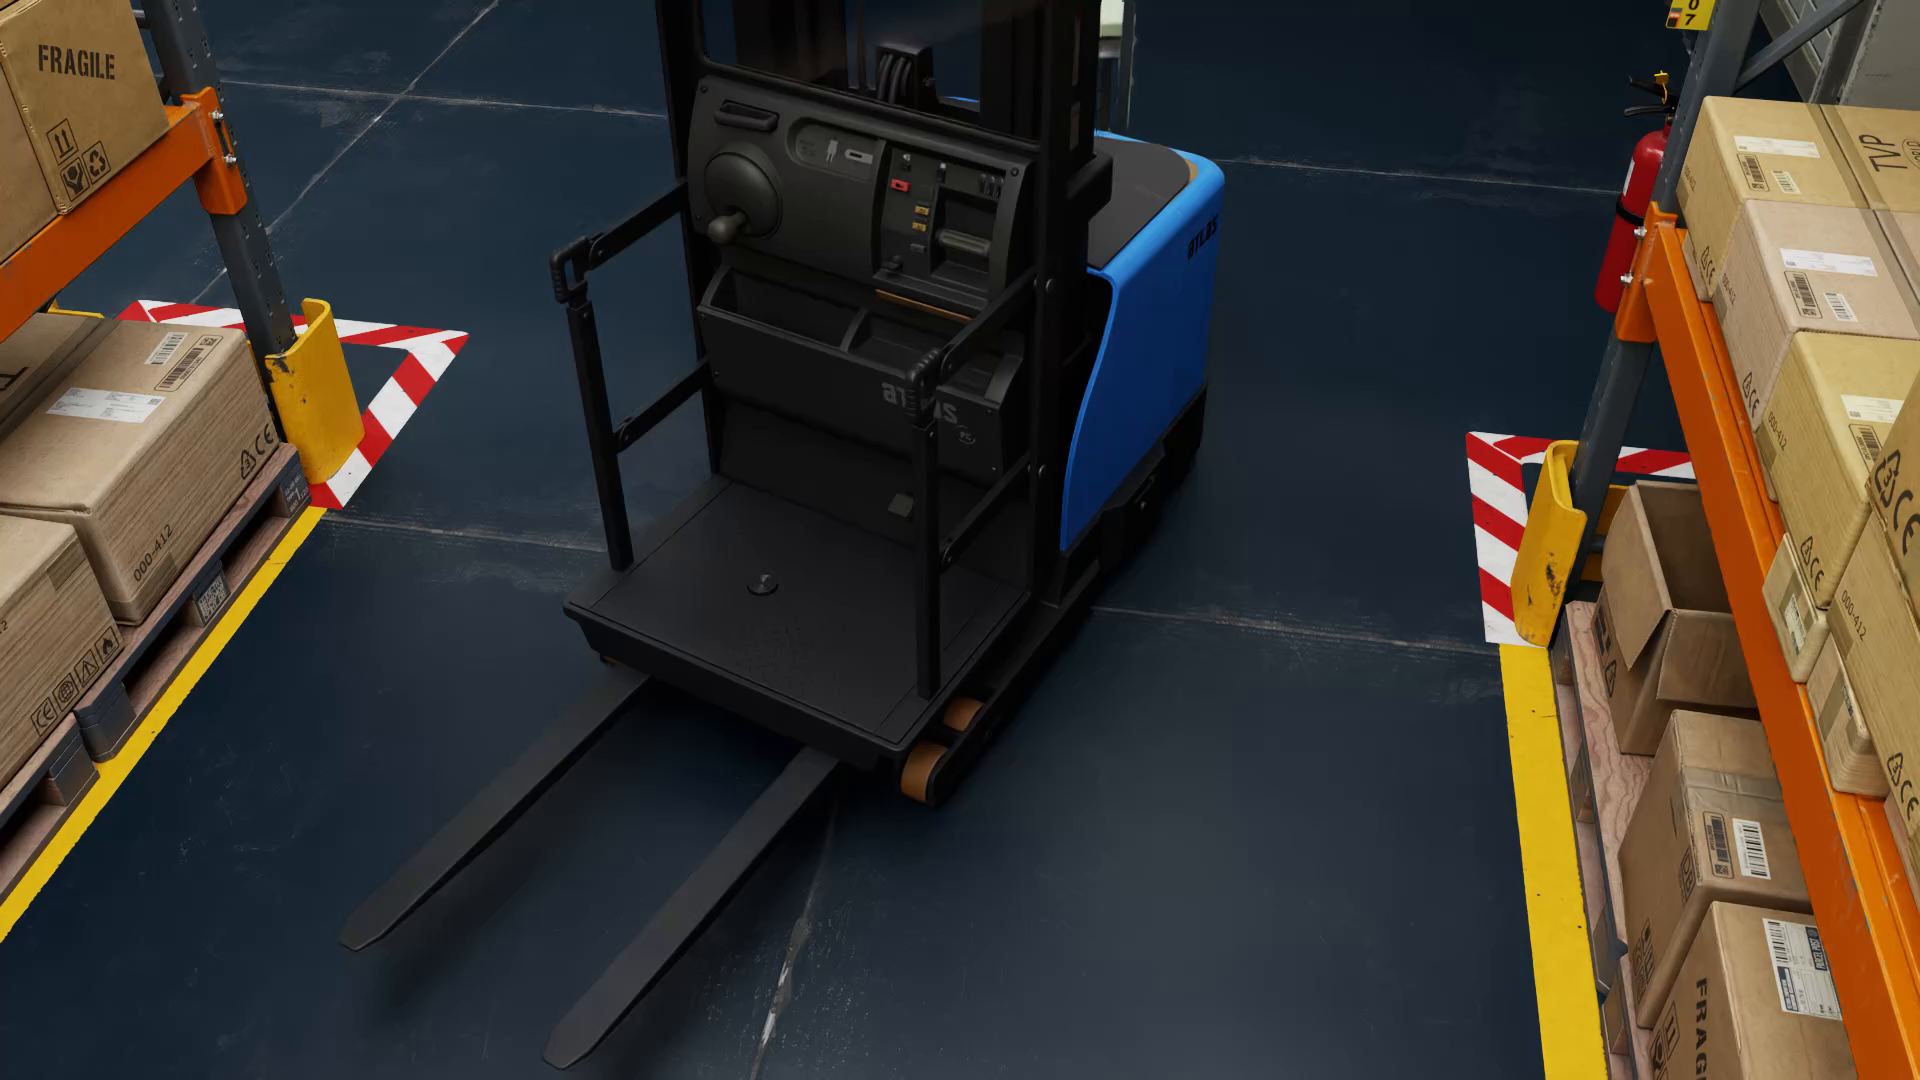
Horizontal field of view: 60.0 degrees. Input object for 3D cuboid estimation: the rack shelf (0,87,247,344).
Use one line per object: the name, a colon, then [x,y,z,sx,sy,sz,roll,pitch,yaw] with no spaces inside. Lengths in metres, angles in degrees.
rack shelf: [-2.979,0.045,3.406,1.077,0.370,4.000,6,40,8]

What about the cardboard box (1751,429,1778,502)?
cardboard box: [1.815,-0.184,3.315,0.380,0.149,0.250,8,40,9]

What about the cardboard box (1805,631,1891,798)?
cardboard box: [1.632,0.301,2.729,0.380,0.149,0.250,7,40,9]

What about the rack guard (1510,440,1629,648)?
rack guard: [2.243,0.069,4.774,1.175,0.500,0.348,6,40,8]

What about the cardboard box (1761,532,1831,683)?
cardboard box: [1.657,0.134,2.931,0.380,0.149,0.250,5,40,6]

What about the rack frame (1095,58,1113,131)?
rack frame: [0.348,-1.634,6.049,0.400,1.500,0.023,1,40,1]

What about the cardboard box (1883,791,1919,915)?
cardboard box: [1.655,0.471,2.524,0.380,0.149,0.250,6,40,8]

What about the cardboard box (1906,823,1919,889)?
cardboard box: [1.583,0.537,2.130,0.500,0.250,0.500,6,40,7]

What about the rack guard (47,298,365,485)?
rack guard: [-2.629,-0.539,5.509,1.175,0.500,0.348,6,40,8]

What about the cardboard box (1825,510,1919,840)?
cardboard box: [1.673,0.214,2.521,0.500,0.250,0.500,5,40,7]

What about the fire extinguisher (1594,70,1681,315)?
fire extinguisher: [1.827,-0.912,4.352,0.296,0.674,0.183,6,40,8]

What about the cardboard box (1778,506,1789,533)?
cardboard box: [1.775,-0.016,3.113,0.380,0.149,0.250,7,40,8]

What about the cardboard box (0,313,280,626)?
cardboard box: [-2.649,-0.236,4.863,0.875,0.438,0.875,5,40,6]

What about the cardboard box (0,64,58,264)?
cardboard box: [-2.558,-0.880,3.882,0.500,0.500,0.500,6,40,7]

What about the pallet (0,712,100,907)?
pallet: [-2.908,0.862,4.042,1.003,0.211,1.213,6,40,8]

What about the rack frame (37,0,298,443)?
rack frame: [-2.633,-1.487,4.694,1.000,3.000,0.127,6,40,8]

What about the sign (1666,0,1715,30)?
sign: [1.722,-1.335,3.832,0.100,0.325,0.005,6,40,8]

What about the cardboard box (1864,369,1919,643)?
cardboard box: [1.653,-0.091,2.302,0.500,0.500,0.500,7,40,9]

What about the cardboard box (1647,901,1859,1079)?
cardboard box: [1.681,1.086,3.215,0.500,0.500,0.500,7,40,8]

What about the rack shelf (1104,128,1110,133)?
rack shelf: [0.342,-1.149,5.975,0.431,0.370,0.720,1,40,1]

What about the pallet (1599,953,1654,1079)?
pallet: [1.893,1.444,3.338,1.003,0.211,1.213,6,40,8]

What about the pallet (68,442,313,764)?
pallet: [-2.694,0.098,4.966,1.003,0.211,1.213,6,40,8]

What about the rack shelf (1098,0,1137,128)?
rack shelf: [0.342,-1.701,5.518,0.431,0.370,0.720,1,40,1]

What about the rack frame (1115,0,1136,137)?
rack frame: [0.336,-1.167,5.485,0.400,1.500,0.023,1,40,1]

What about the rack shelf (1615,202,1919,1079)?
rack shelf: [1.910,0.590,2.746,1.077,0.370,4.000,6,40,8]

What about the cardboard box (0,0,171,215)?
cardboard box: [-2.456,-1.194,4.261,0.500,0.500,0.500,7,40,8]

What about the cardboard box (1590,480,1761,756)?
cardboard box: [2.057,0.232,4.245,0.797,0.503,0.637,5,40,6]

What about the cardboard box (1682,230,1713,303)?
cardboard box: [1.929,-0.669,3.902,0.380,0.149,0.250,6,40,7]

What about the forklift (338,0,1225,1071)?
forklift: [-0.373,-0.770,3.881,1.130,2.935,3.031,20,44,23]

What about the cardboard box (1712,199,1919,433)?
cardboard box: [1.825,-0.427,3.297,0.500,0.250,0.500,7,40,8]

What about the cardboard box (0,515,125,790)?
cardboard box: [-2.799,0.339,4.167,0.875,0.438,0.875,7,40,9]

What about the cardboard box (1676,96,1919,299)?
cardboard box: [1.912,-0.744,3.680,0.500,0.250,0.500,7,40,8]

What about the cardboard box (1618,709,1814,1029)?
cardboard box: [1.871,0.765,3.603,0.700,0.500,0.500,8,40,9]

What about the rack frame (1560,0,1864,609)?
rack frame: [2.256,-0.942,4.035,1.000,3.000,0.127,6,40,8]

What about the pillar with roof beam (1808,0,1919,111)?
pillar with roof beam: [-0.629,-5.322,4.624,9.100,9.000,0.400,6,40,8]

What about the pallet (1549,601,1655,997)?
pallet: [2.106,0.681,4.261,1.003,0.211,1.213,6,40,8]

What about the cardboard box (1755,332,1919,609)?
cardboard box: [1.741,-0.109,2.912,0.500,0.250,0.500,6,40,7]

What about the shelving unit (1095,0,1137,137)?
shelving unit: [0.342,-1.401,5.767,0.431,1.500,0.755,1,40,1]
